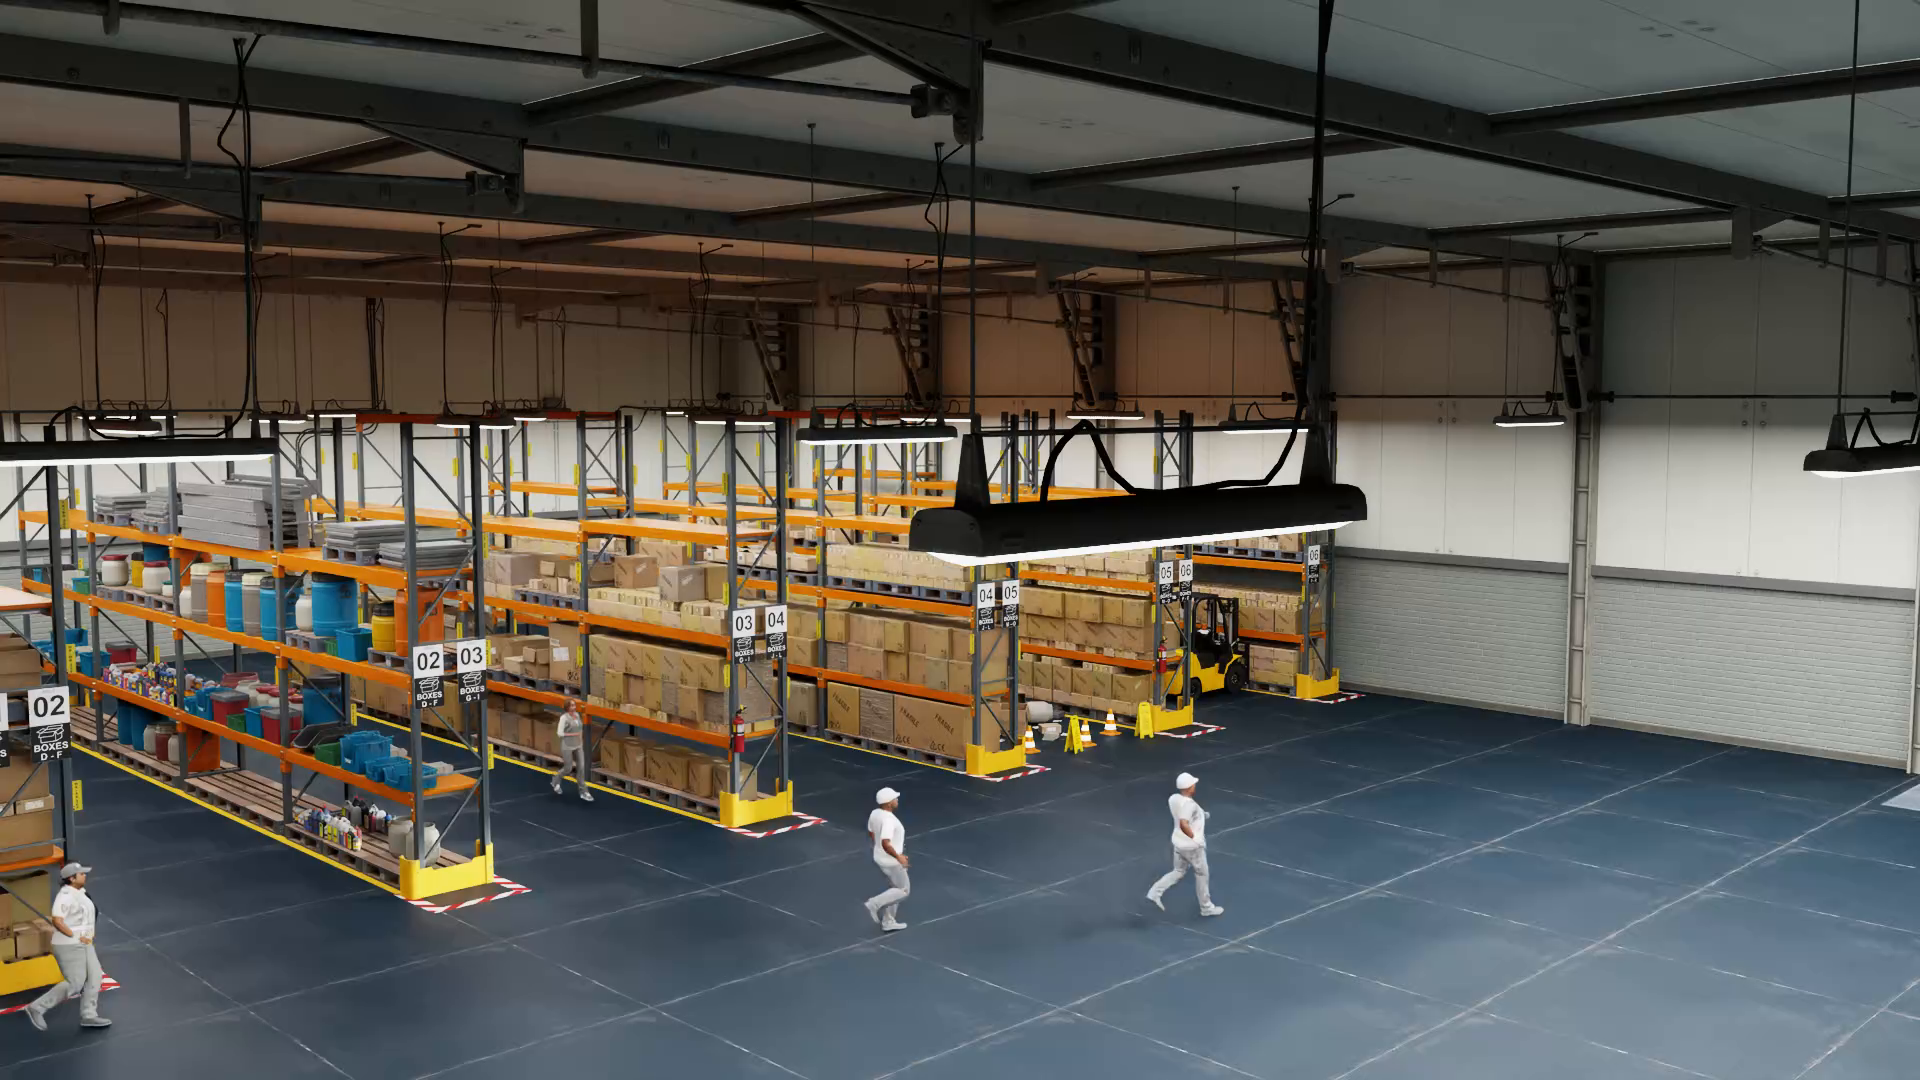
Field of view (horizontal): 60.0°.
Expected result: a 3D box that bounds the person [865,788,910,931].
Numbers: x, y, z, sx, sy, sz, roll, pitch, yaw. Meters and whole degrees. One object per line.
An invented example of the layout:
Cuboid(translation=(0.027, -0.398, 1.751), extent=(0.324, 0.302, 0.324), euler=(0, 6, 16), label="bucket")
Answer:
Cuboid(translation=(-0.880, 3.773, 19.626), extent=(0.587, 1.720, 0.707), euler=(-2, 5, -21), label="person")

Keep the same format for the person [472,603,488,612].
Cuboid(translation=(-11.749, 2.007, 40.322), extent=(0.593, 1.684, 0.750), euler=(-3, 6, -27), label="person")

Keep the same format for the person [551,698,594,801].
Cuboid(translation=(-6.059, 3.250, 25.954), extent=(0.873, 1.580, 0.545), euler=(3, 6, 35), label="person")

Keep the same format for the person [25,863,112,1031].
Cuboid(translation=(-8.928, 4.067, 16.738), extent=(0.701, 1.633, 0.684), euler=(-1, 5, -16), label="person")

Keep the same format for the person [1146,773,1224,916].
Cuboid(translation=(2.740, 3.684, 20.095), extent=(0.986, 1.763, 0.693), euler=(-2, 5, -21), label="person")
